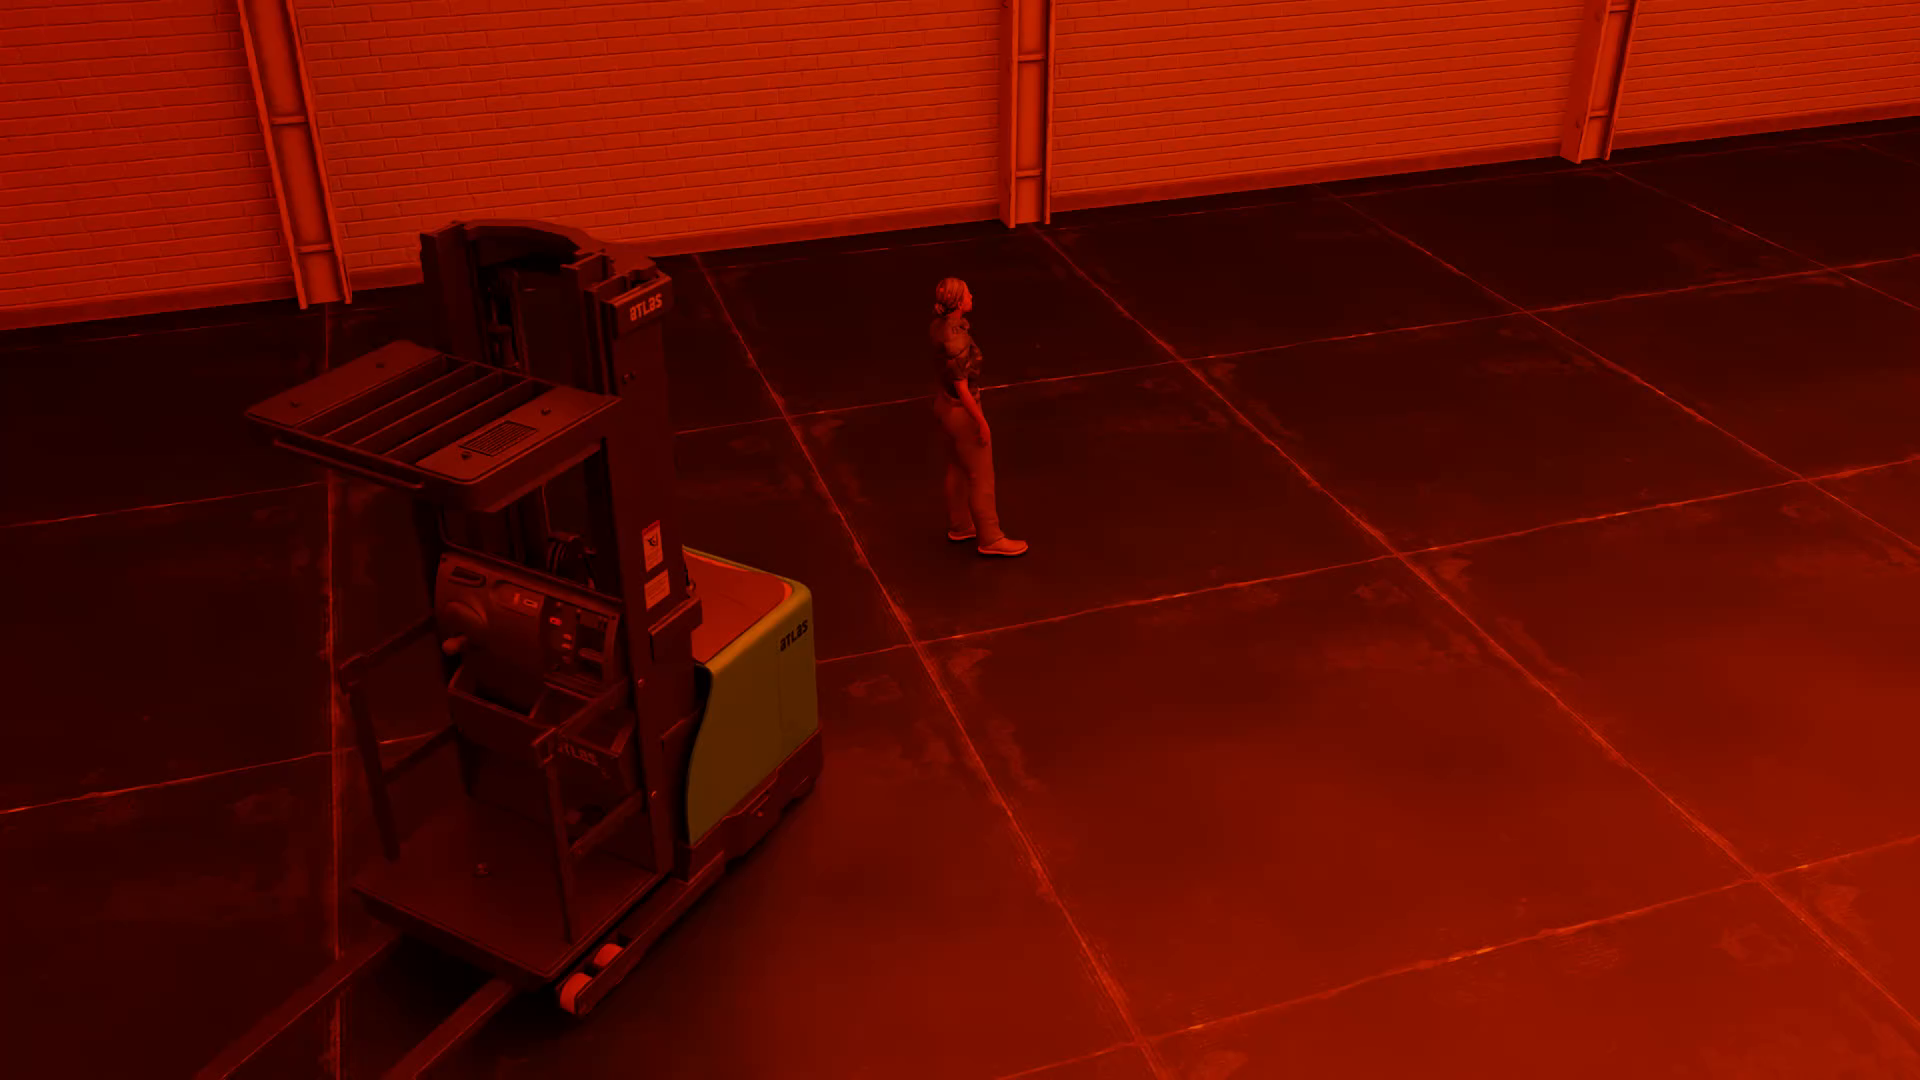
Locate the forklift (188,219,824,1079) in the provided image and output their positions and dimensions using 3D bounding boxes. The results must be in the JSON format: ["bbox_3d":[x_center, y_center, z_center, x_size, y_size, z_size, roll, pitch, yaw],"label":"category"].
[{"bbox_3d":[-1.822,0.383,6.422,1.130,2.935,3.031,16,34,25],"label":"forklift"}]

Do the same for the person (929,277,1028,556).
[{"bbox_3d":[0.090,-0.728,9.618,0.503,1.656,0.569,-10,31,-16],"label":"person"}]
